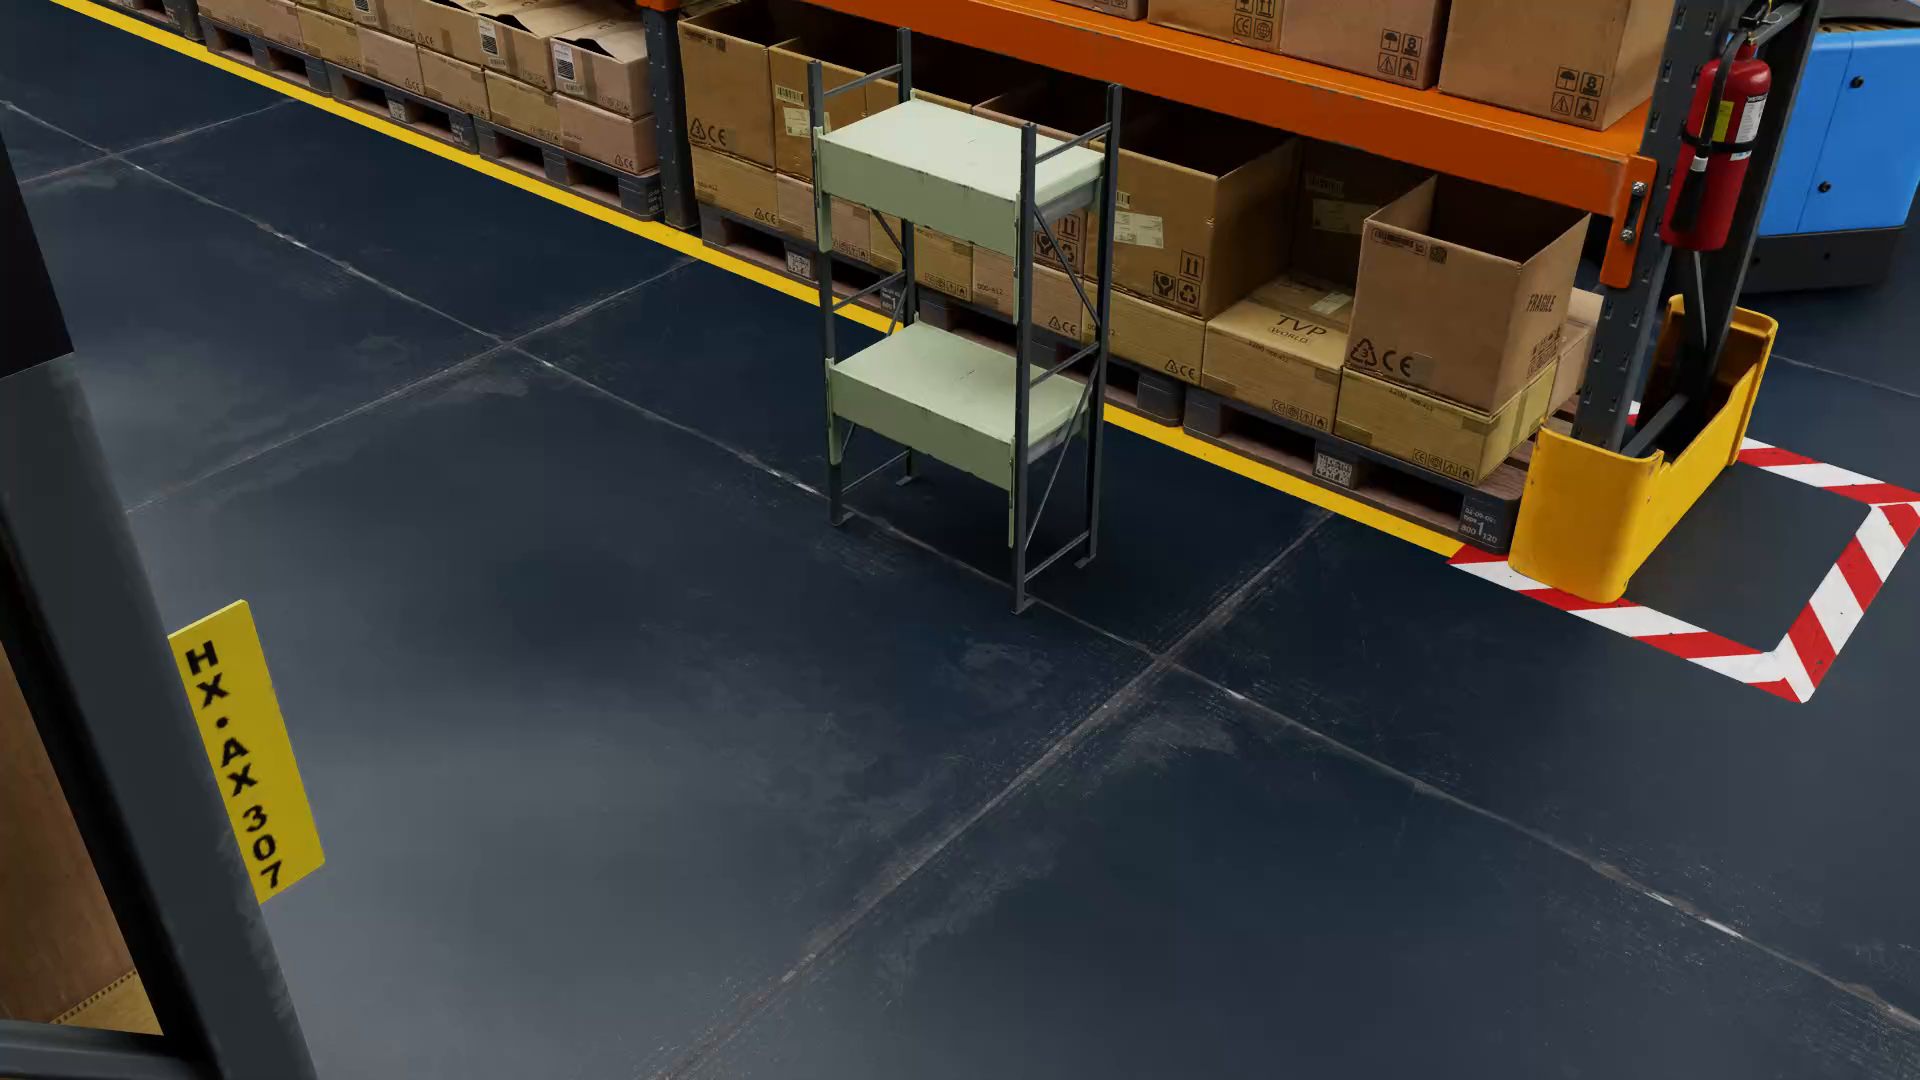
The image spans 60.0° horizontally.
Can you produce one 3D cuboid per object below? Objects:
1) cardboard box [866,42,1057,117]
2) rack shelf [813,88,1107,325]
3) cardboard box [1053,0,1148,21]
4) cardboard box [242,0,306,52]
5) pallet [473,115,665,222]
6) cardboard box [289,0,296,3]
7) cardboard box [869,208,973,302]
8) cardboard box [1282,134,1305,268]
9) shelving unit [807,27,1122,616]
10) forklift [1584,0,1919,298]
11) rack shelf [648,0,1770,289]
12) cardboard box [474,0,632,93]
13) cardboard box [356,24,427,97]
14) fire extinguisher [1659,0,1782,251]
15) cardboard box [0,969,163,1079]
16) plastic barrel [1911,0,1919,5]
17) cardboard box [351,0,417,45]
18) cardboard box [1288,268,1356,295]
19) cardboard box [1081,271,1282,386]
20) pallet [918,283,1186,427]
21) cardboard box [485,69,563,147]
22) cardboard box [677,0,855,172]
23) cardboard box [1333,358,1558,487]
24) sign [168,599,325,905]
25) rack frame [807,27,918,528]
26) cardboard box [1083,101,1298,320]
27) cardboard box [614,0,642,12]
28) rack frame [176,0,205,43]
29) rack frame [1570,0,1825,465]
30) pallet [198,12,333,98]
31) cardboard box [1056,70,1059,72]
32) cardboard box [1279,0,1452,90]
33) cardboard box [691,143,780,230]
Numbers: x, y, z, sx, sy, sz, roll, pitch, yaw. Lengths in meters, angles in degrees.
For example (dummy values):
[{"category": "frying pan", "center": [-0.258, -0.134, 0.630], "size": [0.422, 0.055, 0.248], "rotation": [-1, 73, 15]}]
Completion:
[{"category": "cardboard box", "center": [0.005, -1.487, 6.161], "size": [0.500, 0.500, 0.500], "rotation": [25, 42, 32]}, {"category": "rack shelf", "center": [0.005, -0.938, 4.601], "size": [0.720, 0.370, 0.431], "rotation": [25, 42, 32]}, {"category": "cardboard box", "center": [0.613, -2.131, 5.615], "size": [0.500, 0.500, 0.700], "rotation": [27, 43, 33]}, {"category": "cardboard box", "center": [-3.392, -2.794, 8.726], "size": [0.500, 0.250, 0.500], "rotation": [24, 41, 31]}, {"category": "pallet", "center": [-1.511, -1.905, 7.837], "size": [1.213, 0.211, 1.003], "rotation": [25, 42, 32]}, {"category": "cardboard box", "center": [-3.370, -3.020, 8.561], "size": [0.500, 0.311, 0.500], "rotation": [24, 41, 31]}, {"category": "cardboard box", "center": [0.005, -1.178, 6.373], "size": [0.500, 0.250, 0.500], "rotation": [25, 42, 32]}, {"category": "cardboard box", "center": [1.107, -1.351, 5.963], "size": [0.500, 0.500, 0.500], "rotation": [25, 42, 32]}, {"category": "shelving unit", "center": [0.005, -0.616, 4.822], "size": [0.755, 1.500, 0.431], "rotation": [25, 42, 32]}, {"category": "forklift", "center": [2.991, -2.975, 6.993], "size": [1.130, 2.935, 3.031], "rotation": [-5, 35, -8]}, {"category": "rack shelf", "center": [0.618, -1.784, 5.833], "size": [4.000, 0.370, 1.077], "rotation": [25, 42, 32]}, {"category": "cardboard box", "center": [-1.818, -2.283, 7.487], "size": [0.500, 0.311, 0.500], "rotation": [27, 42, 33]}, {"category": "cardboard box", "center": [-2.595, -2.422, 8.185], "size": [0.500, 0.250, 0.500], "rotation": [26, 42, 33]}, {"category": "fire extinguisher", "center": [1.948, -1.079, 4.240], "size": [0.183, 0.674, 0.296], "rotation": [25, 42, 32]}, {"category": "cardboard box", "center": [-1.184, 0.540, 1.929], "size": [0.500, 0.250, 0.500], "rotation": [24, 41, 31]}, {"category": "plastic barrel", "center": [4.772, -2.862, 8.595], "size": [0.421, 0.512, 0.421], "rotation": [0, 34, 0]}, {"category": "cardboard box", "center": [-2.584, -2.648, 8.019], "size": [0.500, 0.311, 0.500], "rotation": [25, 41, 31]}, {"category": "cardboard box", "center": [1.498, -0.866, 5.919], "size": [0.500, 0.250, 0.500], "rotation": [25, 42, 32]}, {"category": "cardboard box", "center": [0.776, -0.817, 5.848], "size": [0.500, 0.250, 0.500], "rotation": [25, 42, 32]}, {"category": "pallet", "center": [0.607, -0.907, 6.384], "size": [1.213, 0.211, 1.003], "rotation": [25, 42, 32]}, {"category": "cardboard box", "center": [-1.811, -2.052, 7.647], "size": [0.500, 0.250, 0.500], "rotation": [25, 41, 31]}, {"category": "cardboard box", "center": [-0.763, -1.849, 6.688], "size": [0.500, 0.500, 0.500], "rotation": [25, 42, 32]}, {"category": "cardboard box", "center": [1.554, -0.461, 5.330], "size": [0.500, 0.250, 0.500], "rotation": [25, 42, 32]}, {"category": "sign", "center": [-0.665, 0.208, 1.533], "size": [0.005, 0.325, 0.100], "rotation": [25, 42, 32]}, {"category": "rack frame", "center": [-0.276, -0.748, 5.015], "size": [0.023, 1.500, 0.400], "rotation": [25, 42, 32]}, {"category": "cardboard box", "center": [0.774, -1.125, 5.634], "size": [0.500, 0.500, 0.500], "rotation": [25, 42, 32]}, {"category": "cardboard box", "center": [-1.459, -2.517, 7.828], "size": [0.500, 0.311, 0.500], "rotation": [25, 42, 31]}, {"category": "rack frame", "center": [-3.993, -4.253, 8.794], "size": [0.127, 3.000, 1.000], "rotation": [25, 42, 32]}, {"category": "rack frame", "center": [2.155, -1.356, 4.574], "size": [0.127, 3.000, 1.000], "rotation": [25, 42, 32]}, {"category": "pallet", "center": [-3.386, -2.789, 9.124], "size": [1.213, 0.211, 1.003], "rotation": [25, 42, 32]}, {"category": "cardboard box", "center": [0.340, -1.715, 6.493], "size": [0.500, 0.500, 0.500], "rotation": [25, 42, 32]}, {"category": "cardboard box", "center": [1.397, -1.760, 5.074], "size": [0.500, 0.500, 0.700], "rotation": [26, 42, 33]}, {"category": "cardboard box", "center": [-0.757, -1.544, 6.907], "size": [0.500, 0.250, 0.500], "rotation": [25, 42, 32]}]
